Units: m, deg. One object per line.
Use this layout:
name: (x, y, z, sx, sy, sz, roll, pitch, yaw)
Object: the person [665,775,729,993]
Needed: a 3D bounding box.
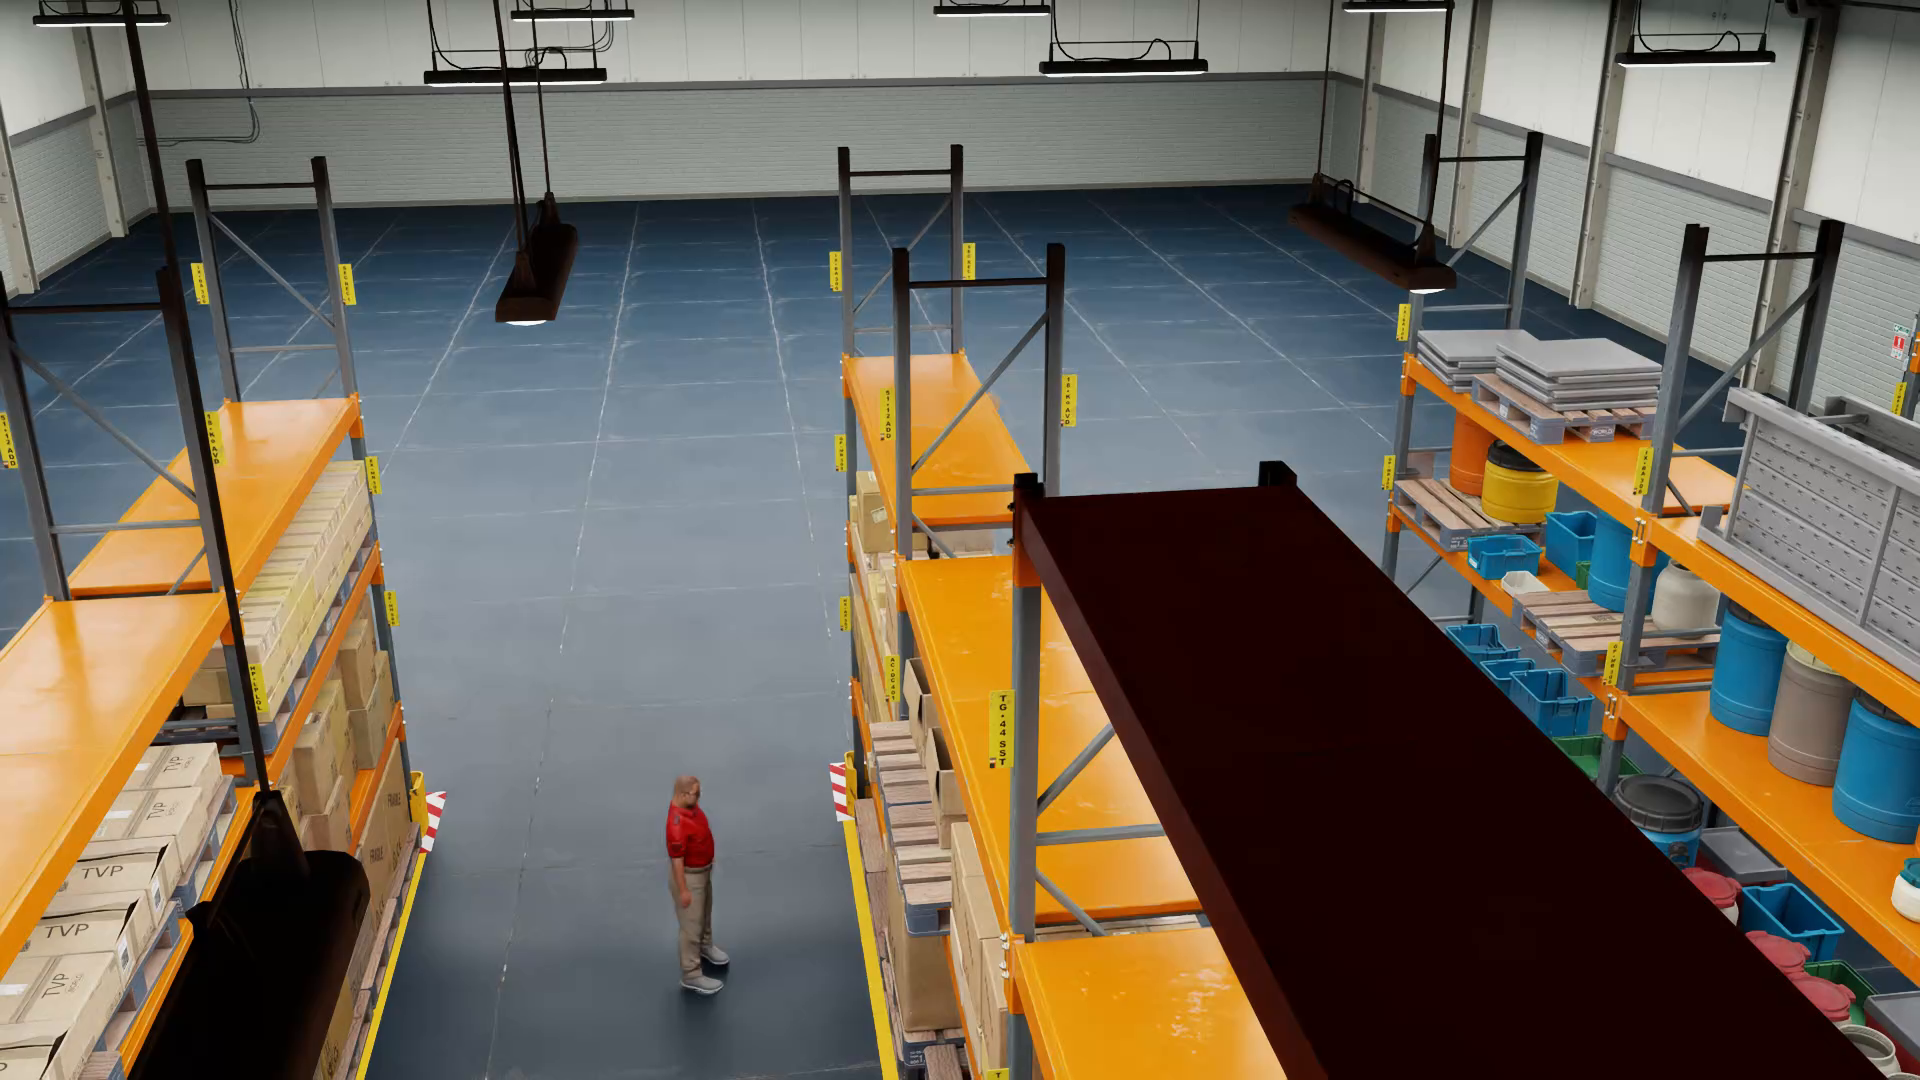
person: (-2.035, 2.583, 12.792, 0.414, 1.735, 0.597, 0, 22, -1)
